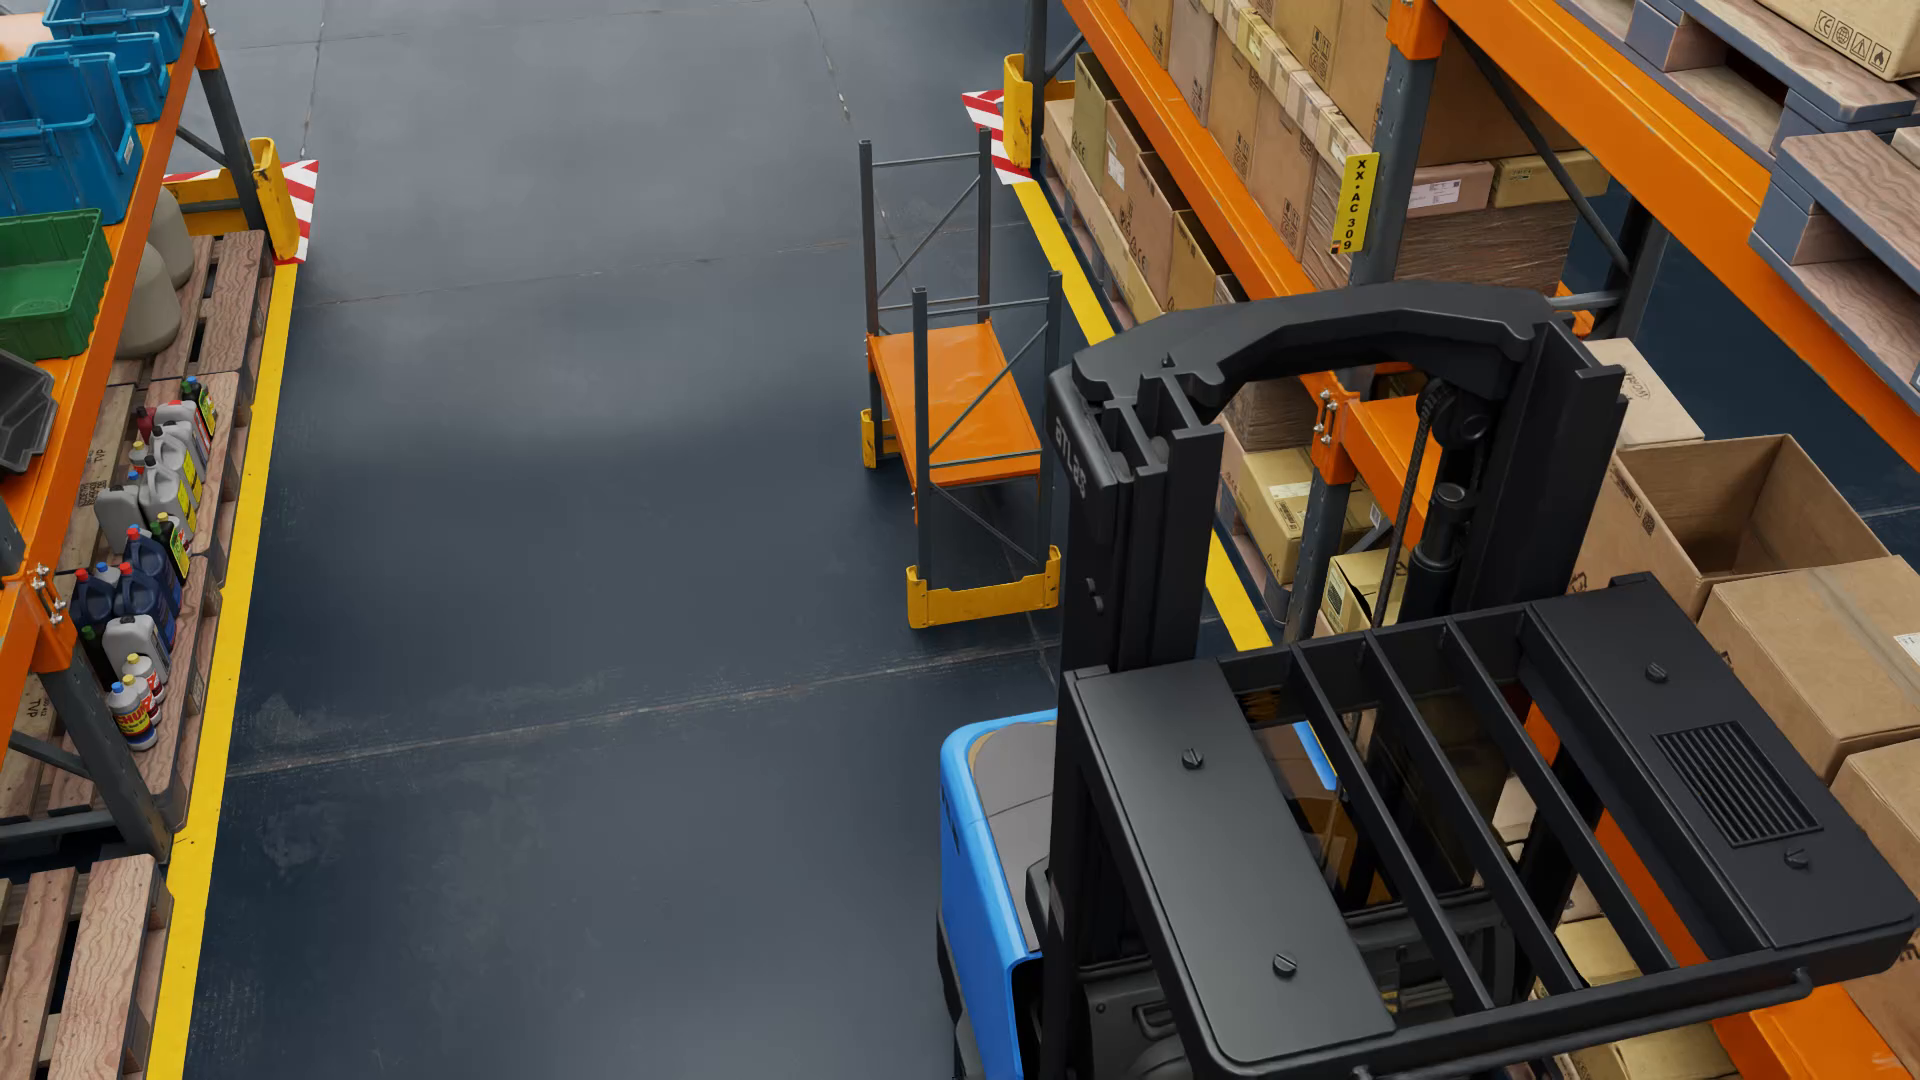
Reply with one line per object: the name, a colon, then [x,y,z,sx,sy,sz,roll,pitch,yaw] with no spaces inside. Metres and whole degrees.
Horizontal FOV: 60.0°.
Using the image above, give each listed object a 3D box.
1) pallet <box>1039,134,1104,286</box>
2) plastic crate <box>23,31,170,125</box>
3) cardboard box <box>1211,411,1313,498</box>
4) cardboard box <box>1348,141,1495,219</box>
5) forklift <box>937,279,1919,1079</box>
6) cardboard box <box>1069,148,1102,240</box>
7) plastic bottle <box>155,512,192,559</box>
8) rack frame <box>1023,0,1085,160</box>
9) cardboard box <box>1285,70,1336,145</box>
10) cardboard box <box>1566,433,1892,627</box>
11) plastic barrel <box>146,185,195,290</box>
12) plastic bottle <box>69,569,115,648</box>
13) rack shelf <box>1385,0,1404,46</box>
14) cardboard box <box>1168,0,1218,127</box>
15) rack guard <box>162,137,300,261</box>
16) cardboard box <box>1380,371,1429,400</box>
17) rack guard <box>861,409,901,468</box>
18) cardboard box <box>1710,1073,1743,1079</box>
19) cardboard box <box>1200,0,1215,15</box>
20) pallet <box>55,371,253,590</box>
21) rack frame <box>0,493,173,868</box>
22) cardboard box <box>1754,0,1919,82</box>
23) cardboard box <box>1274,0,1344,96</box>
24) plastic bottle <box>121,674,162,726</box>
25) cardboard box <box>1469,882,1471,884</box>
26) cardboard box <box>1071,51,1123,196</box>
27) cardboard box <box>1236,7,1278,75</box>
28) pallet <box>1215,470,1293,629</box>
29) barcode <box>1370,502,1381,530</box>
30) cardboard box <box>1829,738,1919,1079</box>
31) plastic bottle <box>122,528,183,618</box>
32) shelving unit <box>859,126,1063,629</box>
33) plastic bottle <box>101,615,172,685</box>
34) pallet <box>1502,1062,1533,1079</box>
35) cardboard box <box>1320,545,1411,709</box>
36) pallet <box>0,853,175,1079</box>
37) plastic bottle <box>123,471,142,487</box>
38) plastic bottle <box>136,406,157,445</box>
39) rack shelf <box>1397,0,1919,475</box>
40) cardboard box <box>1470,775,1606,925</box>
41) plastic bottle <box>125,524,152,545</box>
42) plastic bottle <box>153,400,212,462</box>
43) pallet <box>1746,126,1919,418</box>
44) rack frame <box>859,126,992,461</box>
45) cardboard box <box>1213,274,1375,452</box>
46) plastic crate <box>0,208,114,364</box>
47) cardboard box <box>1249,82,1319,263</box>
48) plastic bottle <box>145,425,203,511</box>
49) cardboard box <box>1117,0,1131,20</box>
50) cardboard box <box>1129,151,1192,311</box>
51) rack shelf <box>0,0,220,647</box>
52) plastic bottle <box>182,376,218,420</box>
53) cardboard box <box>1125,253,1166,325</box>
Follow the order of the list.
pallet: [1.044,-1.775,8.590,1.003,0.211,1.213,-8,42,-9]
plastic crate: [-3.464,-1.841,6.677,0.499,0.251,0.408,-8,42,-9]
cardboard box: [1.290,-0.438,6.739,0.500,0.250,0.500,-8,42,-9]
cardboard box: [1.434,-1.140,5.211,0.380,0.149,0.250,-8,42,-9]
forklift: [0.767,1.101,3.302,1.130,2.935,3.031,-9,42,-10]
cardboard box: [0.849,-1.733,8.198,0.500,0.250,0.500,-8,42,-9]
plastic bottle: [-2.984,-0.017,6.286,0.097,0.201,0.097,0,42,0]
rack frame: [0.838,-3.308,8.217,1.000,3.000,0.127,-8,42,-9]
cardboard box: [1.324,-1.470,5.583,0.380,0.149,0.250,-10,42,-11]
cardboard box: [1.965,0.090,4.314,0.500,0.500,0.500,-6,42,-6]
plastic barrel: [-3.782,-1.411,7.638,0.421,0.512,0.421,0,42,0]
plastic bottle: [-3.045,0.257,5.865,0.144,0.351,0.185,-8,42,-9]
rack shelf: [1.270,-2.864,5.999,1.077,0.370,4.000,-8,42,-9]
cardboard box: [1.264,-2.037,6.710,0.700,0.500,0.500,-7,42,-8]
rack guard: [-3.937,-1.623,8.202,1.175,0.500,0.348,-8,42,-9]
cardboard box: [1.907,-0.469,6.209,0.500,0.500,0.500,-8,42,-9]
rack guard: [-0.124,-0.466,7.086,0.587,0.250,0.087,-8,42,-9]
cardboard box: [1.987,1.572,4.052,0.500,0.311,0.500,-9,42,-10]
cardboard box: [1.101,-2.135,6.332,0.380,0.149,0.250,-7,42,-8]
pallet: [-3.507,-0.198,6.814,1.003,0.211,1.213,-8,42,-9]
rack frame: [-3.136,-0.007,4.499,1.000,3.000,0.127,-8,42,-9]
cardboard box: [1.947,-1.181,3.358,0.500,0.250,0.500,-12,43,-13]
cardboard box: [1.490,-1.851,5.524,0.700,0.500,0.500,-8,42,-9]
plastic bottle: [-2.798,0.539,5.659,0.097,0.201,0.097,0,42,0]
cardboard box: [1.771,1.120,4.983,0.500,0.250,0.500,-10,42,-11]
cardboard box: [0.847,-2.013,7.949,0.500,0.500,0.500,-8,42,-9]
cardboard box: [1.216,-1.800,5.954,0.380,0.149,0.250,-9,42,-9]
pallet: [1.571,-0.193,6.809,1.003,0.211,1.213,-8,42,-9]
barcode: [1.350,-0.078,5.407,0.001,0.075,0.075,-8,42,-9]
cardboard box: [2.187,0.755,3.564,0.500,0.500,0.500,-10,43,-12]
plastic bottle: [-2.945,0.114,6.026,0.144,0.351,0.185,-10,43,-11]
shelving unit: [-0.016,-0.610,6.308,0.587,1.500,1.083,-8,42,-9]
plastic bottle: [-2.873,0.372,5.792,0.152,0.276,0.135,-7,42,-8]
pallet: [2.166,1.593,4.797,1.003,0.211,1.213,-8,42,-9]
cardboard box: [1.548,0.250,5.541,0.500,0.311,0.500,-8,42,-9]
pallet: [-2.928,1.539,4.857,1.003,0.211,1.213,-8,42,-9]
plastic bottle: [-3.186,-0.181,6.471,0.097,0.201,0.097,0,42,0]
plastic bottle: [-3.251,-0.438,6.699,0.061,0.283,0.133,-8,42,-9]
rack shelf: [2.134,-0.271,3.078,1.077,0.370,4.000,-8,42,-9]
cardboard box: [1.764,0.911,4.797,0.500,0.311,0.500,-10,43,-11]
plastic bottle: [-3.014,0.053,6.154,0.097,0.271,0.097,0,42,0]
plastic bottle: [-3.147,-0.451,6.719,0.152,0.276,0.135,-8,42,-9]
pallet: [2.087,-0.325,2.739,1.003,0.211,1.213,-7,42,-7]
rack frame: [-0.128,-0.946,6.686,0.500,1.500,0.032,-8,42,-9]
cardboard box: [1.292,-0.719,6.490,0.500,0.500,0.500,-8,42,-9]
plastic crate: [-3.153,-0.848,5.606,0.450,0.188,0.662,-8,42,-9]
cardboard box: [1.480,-1.380,5.970,0.700,0.500,0.500,-9,42,-10]
plastic bottle: [-3.077,-0.282,6.473,0.144,0.351,0.185,-7,42,-8]
cardboard box: [1.045,-2.701,7.458,0.700,0.500,0.500,-7,42,-8]
cardboard box: [1.058,-1.365,7.218,0.500,0.500,0.500,-8,42,-9]
rack shelf: [-3.567,-1.035,6.198,1.077,0.370,4.000,-8,42,-9]
plastic bottle: [-3.174,-0.591,6.932,0.097,0.201,0.097,0,42,0]
cardboard box: [1.059,-1.084,7.467,0.500,0.250,0.500,-8,42,-9]
